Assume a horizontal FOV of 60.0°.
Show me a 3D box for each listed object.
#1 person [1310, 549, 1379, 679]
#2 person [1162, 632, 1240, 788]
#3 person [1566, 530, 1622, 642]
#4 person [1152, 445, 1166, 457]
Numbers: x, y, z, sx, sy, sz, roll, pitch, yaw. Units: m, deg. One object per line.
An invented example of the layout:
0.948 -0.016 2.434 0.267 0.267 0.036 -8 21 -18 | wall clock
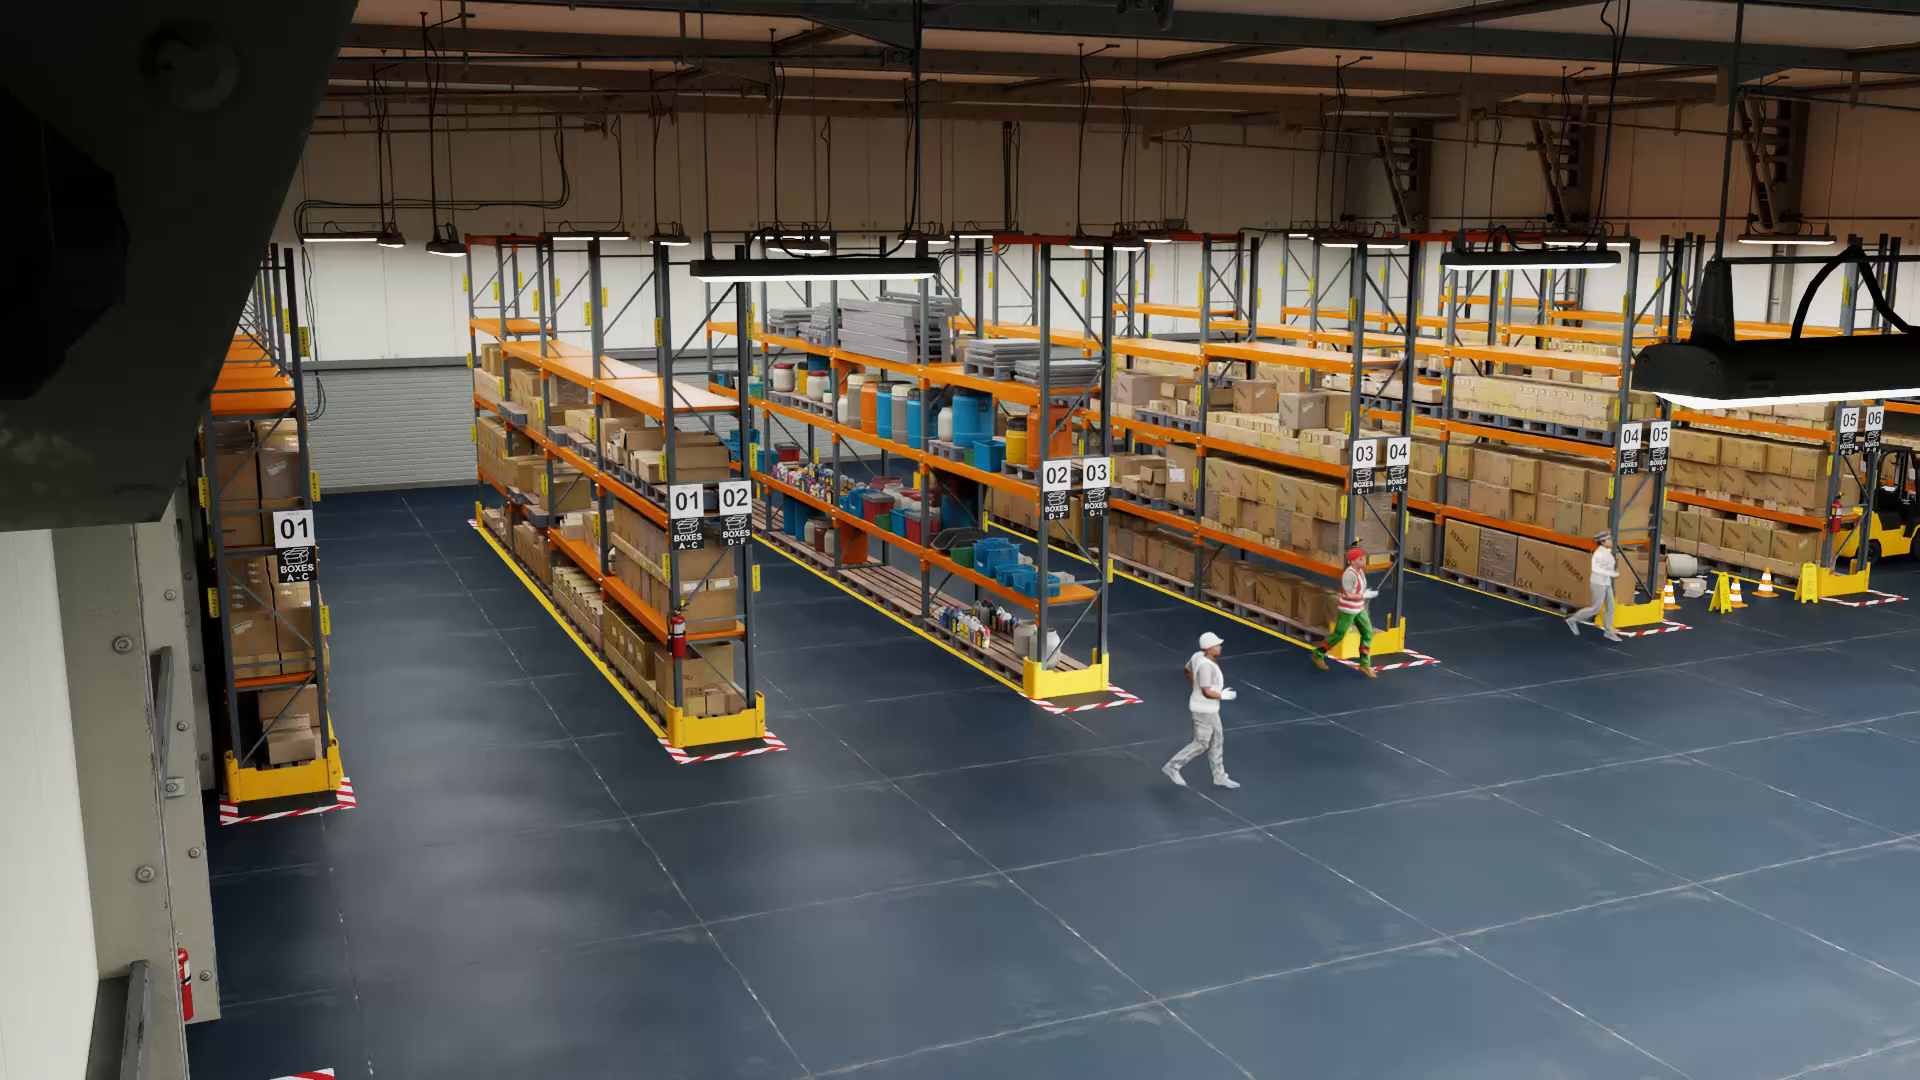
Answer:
5.422 1.006 23.253 0.933 1.832 0.673 8 14 36 | person
2.716 1.907 18.578 0.881 1.798 0.706 1 11 5 | person
9.649 0.681 25.176 0.828 1.717 0.643 5 12 22 | person
5.072 -2.736 42.748 0.920 1.699 0.582 -10 15 -42 | person
